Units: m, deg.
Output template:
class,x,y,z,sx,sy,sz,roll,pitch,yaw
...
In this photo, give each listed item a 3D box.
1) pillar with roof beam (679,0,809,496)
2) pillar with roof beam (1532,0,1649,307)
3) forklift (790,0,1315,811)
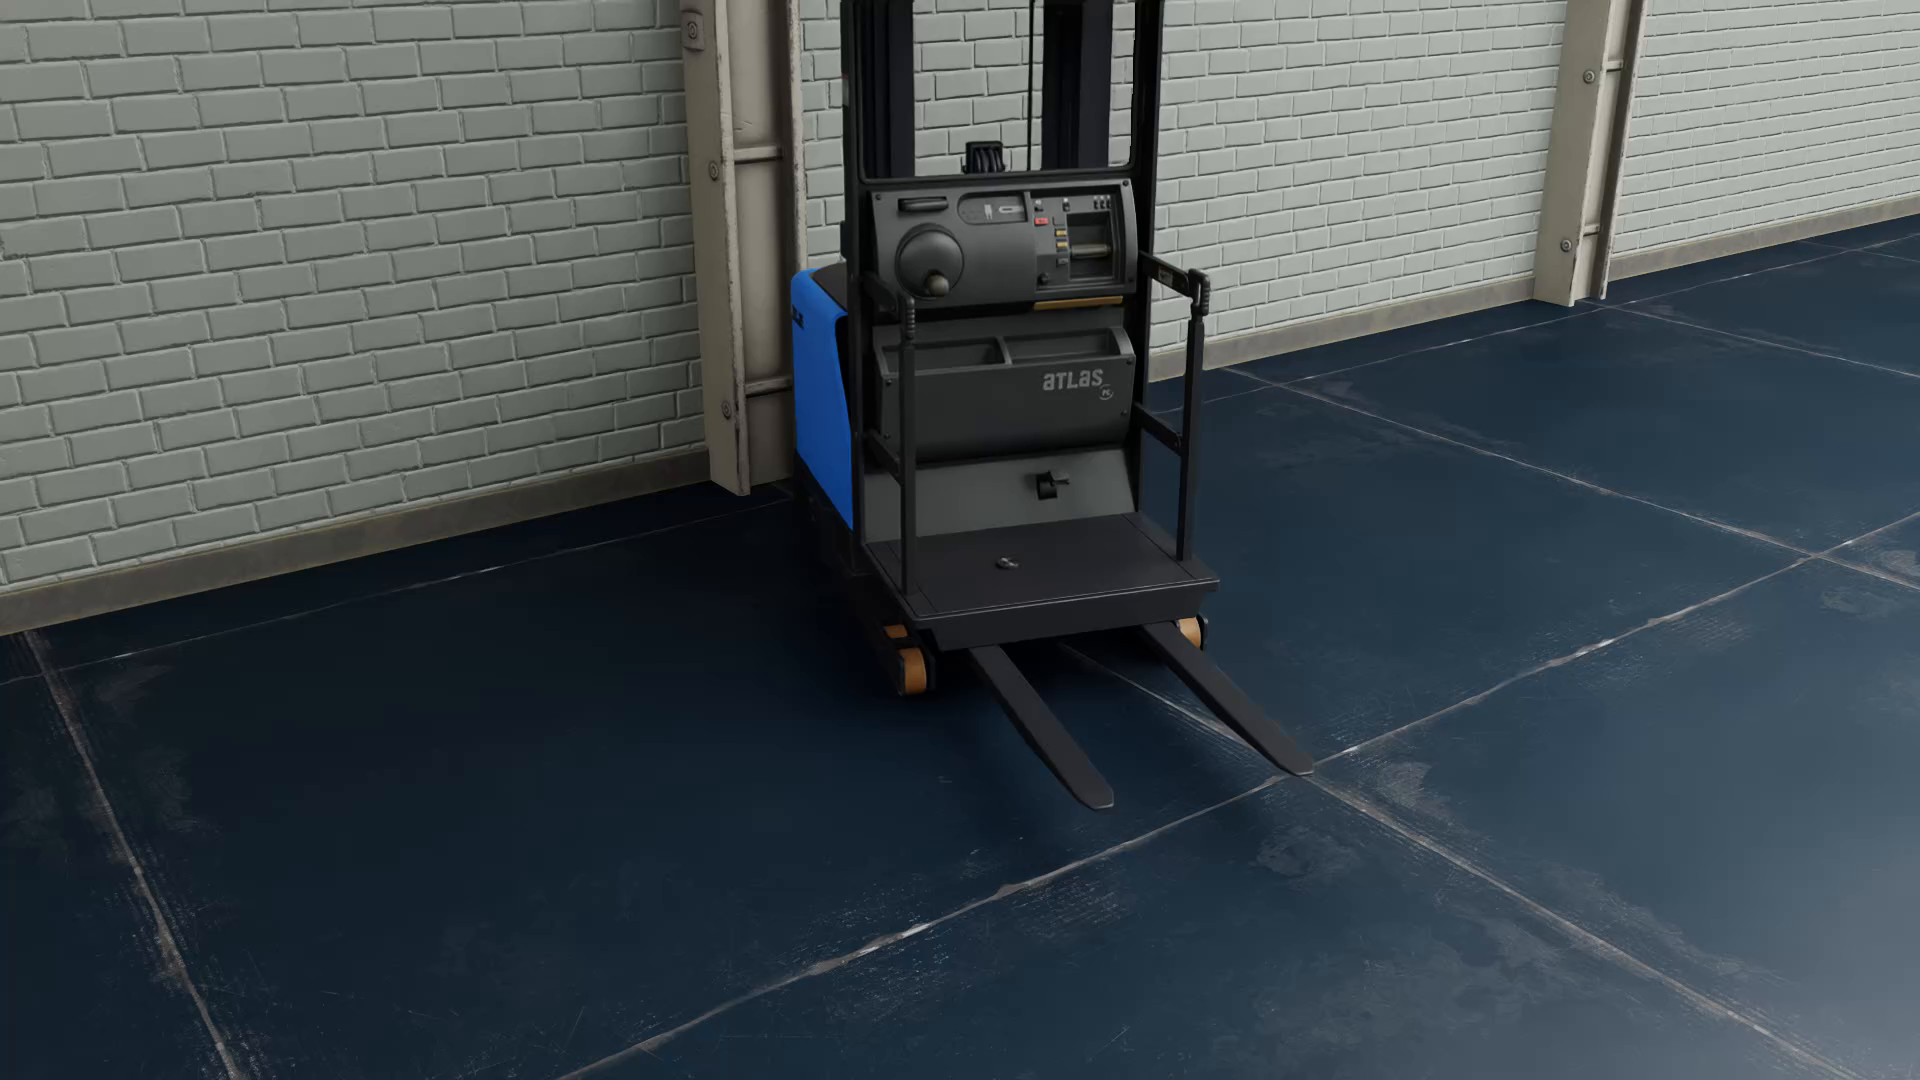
class,x,y,z,sx,sy,sz,roll,pitch,yaw
pillar with roof beam,1.608,-3.167,2.691,0.400,9.000,9.100,-15,26,-33
pillar with roof beam,6.478,-4.466,5.946,0.400,9.000,9.100,-15,26,-33
forklift,0.224,-1.002,5.452,1.130,2.935,3.031,-7,23,-16
